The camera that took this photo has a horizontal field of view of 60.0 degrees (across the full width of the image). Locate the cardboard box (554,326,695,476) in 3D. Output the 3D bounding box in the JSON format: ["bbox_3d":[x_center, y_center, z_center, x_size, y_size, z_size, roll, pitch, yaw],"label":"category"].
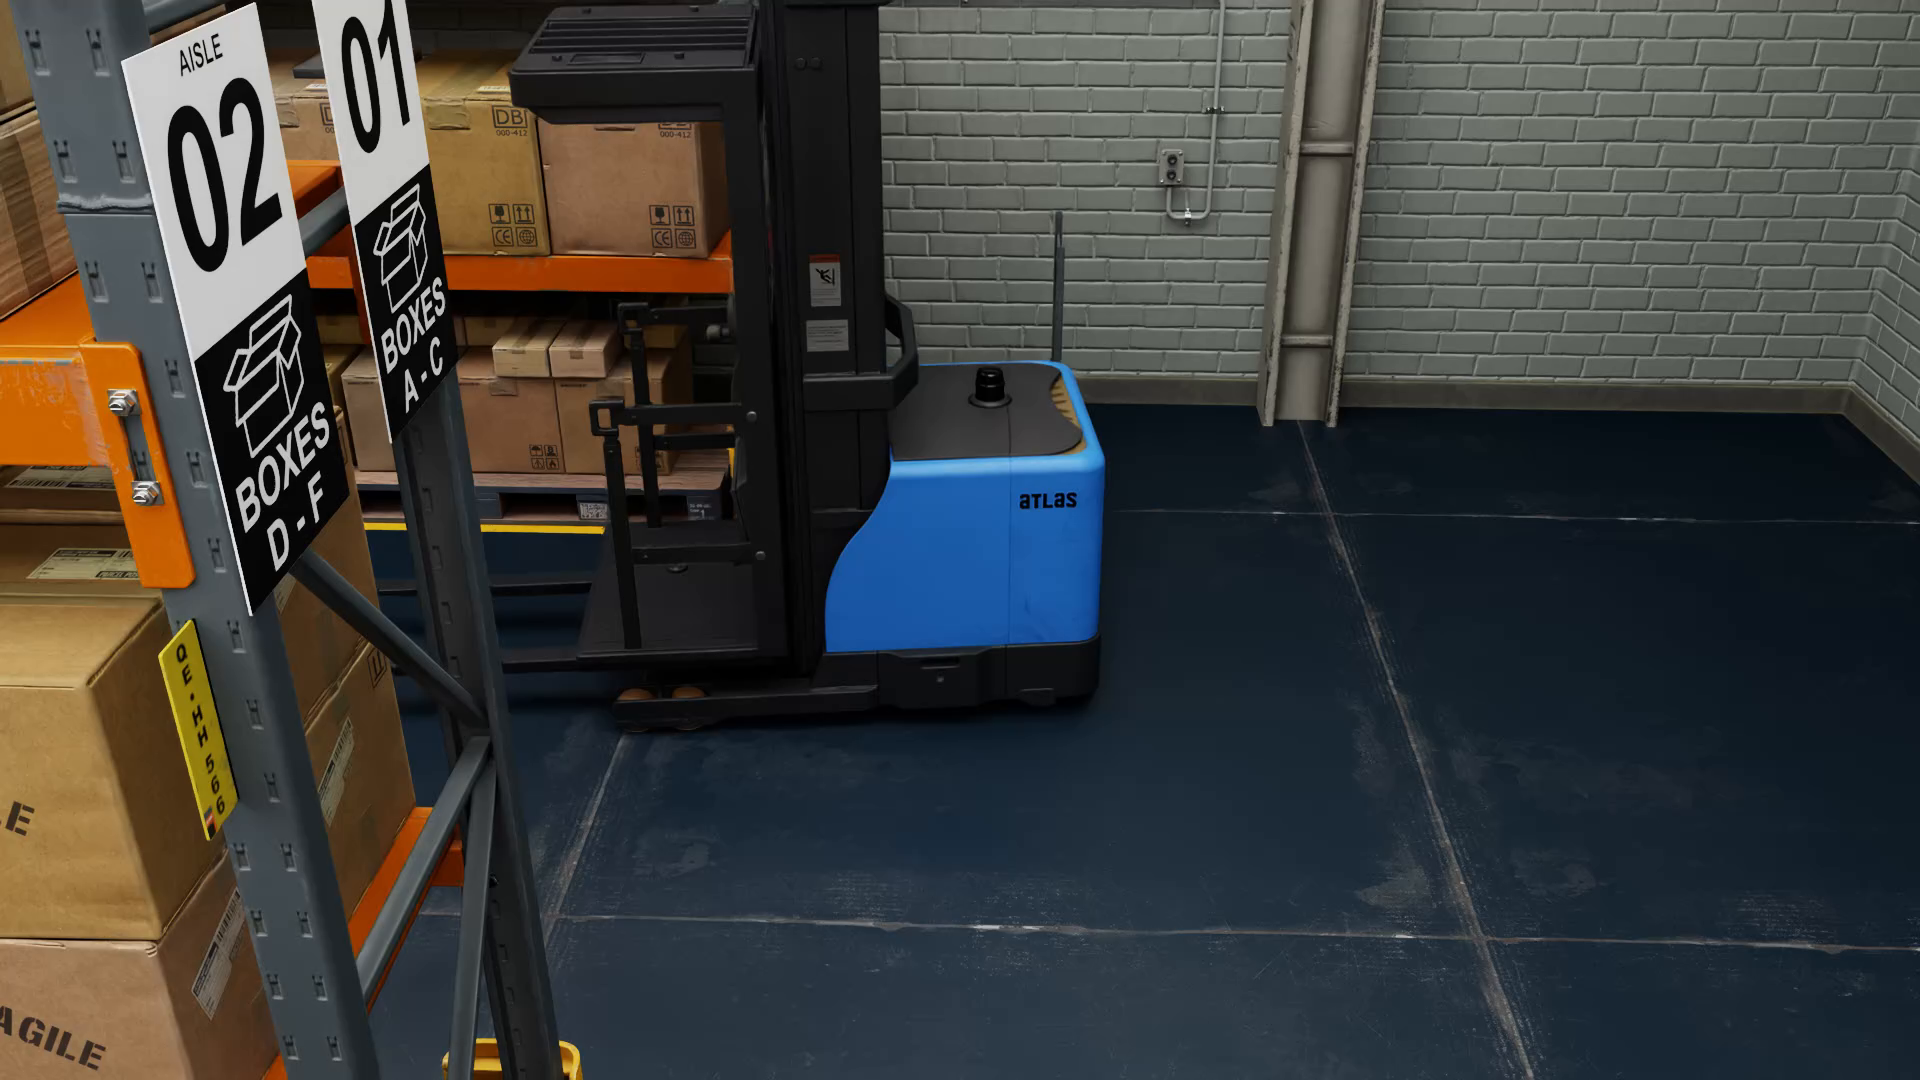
[{"bbox_3d":[-1.608,-0.691,8.071,0.500,0.500,0.700,1,28,2],"label":"cardboard box"}]

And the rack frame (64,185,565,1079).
[{"bbox_3d":[-1.076,0.674,3.277,0.127,3.000,1.000,1,28,2],"label":"rack frame"}]

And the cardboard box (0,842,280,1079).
[{"bbox_3d":[-1.533,0.750,3.027,0.500,0.500,0.500,2,28,3],"label":"cardboard box"}]

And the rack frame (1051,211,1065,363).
[{"bbox_3d":[0.423,-0.656,7.386,0.032,1.500,0.500,1,28,2],"label":"rack frame"}]

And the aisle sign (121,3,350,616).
[{"bbox_3d":[-1.019,-0.330,2.395,0.004,0.787,0.394,1,28,2],"label":"aisle sign"}]

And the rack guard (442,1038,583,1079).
[{"bbox_3d":[-1.152,1.777,3.864,0.348,0.500,1.175,1,28,2],"label":"rack guard"}]

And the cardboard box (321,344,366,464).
[{"bbox_3d":[-3.144,-0.713,8.112,0.500,0.500,0.700,2,28,3],"label":"cardboard box"}]

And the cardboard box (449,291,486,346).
[{"bbox_3d":[-2.487,-1.085,8.123,0.250,0.149,0.380,1,28,3],"label":"cardboard box"}]

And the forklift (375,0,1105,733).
[{"bbox_3d":[-0.998,-0.816,6.160,3.031,2.935,1.130,-2,28,-4],"label":"forklift"}]

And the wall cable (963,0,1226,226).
[{"bbox_3d":[0.408,-2.516,8.208,1.851,1.984,0.084,1,28,2],"label":"wall cable"}]

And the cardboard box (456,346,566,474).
[{"bbox_3d":[-2.108,-0.699,8.087,0.500,0.500,0.700,1,28,2],"label":"cardboard box"}]

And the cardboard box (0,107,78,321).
[{"bbox_3d":[-1.599,-0.470,2.392,0.500,0.250,0.500,1,28,2],"label":"cardboard box"}]

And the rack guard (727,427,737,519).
[{"bbox_3d":[-0.881,-0.540,8.235,0.348,0.500,1.175,1,28,2],"label":"rack guard"}]

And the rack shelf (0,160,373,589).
[{"bbox_3d":[-3.075,-0.367,2.805,4.000,0.370,1.077,1,28,2],"label":"rack shelf"}]

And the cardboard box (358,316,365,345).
[{"bbox_3d":[-2.743,-1.089,8.130,0.250,0.149,0.380,1,28,2],"label":"cardboard box"}]

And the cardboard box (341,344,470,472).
[{"bbox_3d":[-2.611,-0.707,8.102,0.500,0.500,0.700,0,28,0],"label":"cardboard box"}]

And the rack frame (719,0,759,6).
[{"bbox_3d":[-0.905,-1.645,7.651,0.127,3.000,1.000,1,28,2],"label":"rack frame"}]

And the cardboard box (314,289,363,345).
[{"bbox_3d":[-2.996,-1.094,8.138,0.250,0.149,0.380,0,28,1],"label":"cardboard box"}]

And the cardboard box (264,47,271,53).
[{"bbox_3d":[-3.632,-1.812,7.646,0.700,0.700,0.980,0,28,0],"label":"cardboard box"}]

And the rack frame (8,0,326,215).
[{"bbox_3d":[-1.076,-1.977,1.871,0.127,3.000,1.000,1,28,2],"label":"rack frame"}]

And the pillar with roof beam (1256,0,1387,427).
[{"bbox_3d":[1.672,-2.641,3.124,0.400,9.000,9.100,1,28,2],"label":"pillar with roof beam"}]

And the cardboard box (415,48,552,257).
[{"bbox_3d":[-2.143,-1.788,7.600,0.700,0.700,0.980,1,28,1],"label":"cardboard box"}]

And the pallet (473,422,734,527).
[{"bbox_3d":[-1.707,-0.390,8.260,1.213,0.211,1.003,1,28,2],"label":"pallet"}]

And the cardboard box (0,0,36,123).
[{"bbox_3d":[-1.599,-0.695,2.283,0.500,0.250,0.500,1,28,2],"label":"cardboard box"}]

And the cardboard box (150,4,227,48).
[{"bbox_3d":[-1.580,-0.937,2.738,0.500,0.250,0.500,1,28,2],"label":"cardboard box"}]

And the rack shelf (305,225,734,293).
[{"bbox_3d":[-2.904,-1.360,7.882,4.000,0.370,1.077,1,28,2],"label":"rack shelf"}]

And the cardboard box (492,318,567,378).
[{"bbox_3d":[-1.998,-0.898,7.770,0.250,0.149,0.380,2,28,3],"label":"cardboard box"}]

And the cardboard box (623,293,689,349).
[{"bbox_3d":[-1.476,-1.069,8.092,0.250,0.149,0.380,1,28,2],"label":"cardboard box"}]

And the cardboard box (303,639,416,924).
[{"bbox_3d":[-1.510,0.499,3.500,0.500,0.500,0.500,2,28,3],"label":"cardboard box"}]

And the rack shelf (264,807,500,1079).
[{"bbox_3d":[-3.075,0.958,3.507,4.000,0.370,1.077,1,28,2],"label":"rack shelf"}]

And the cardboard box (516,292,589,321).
[{"bbox_3d":[-1.982,-1.077,8.107,0.250,0.149,0.380,1,28,2],"label":"cardboard box"}]

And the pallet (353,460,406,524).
[{"bbox_3d":[-2.923,-0.411,8.300,1.213,0.211,1.003,1,28,2],"label":"pallet"}]

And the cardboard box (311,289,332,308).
[{"bbox_3d":[-3.254,-1.097,8.146,0.250,0.149,0.380,1,28,2],"label":"cardboard box"}]

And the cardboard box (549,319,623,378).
[{"bbox_3d":[-1.743,-0.894,7.762,0.250,0.149,0.380,1,28,1],"label":"cardboard box"}]

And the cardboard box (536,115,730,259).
[{"bbox_3d":[-1.415,-1.781,7.587,0.700,0.700,0.980,2,28,4],"label":"cardboard box"}]

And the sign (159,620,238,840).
[{"bbox_3d":[-1.116,0.282,2.442,0.005,0.325,0.100,1,28,2],"label":"sign"}]

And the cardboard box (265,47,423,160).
[{"bbox_3d":[-2.904,-1.805,7.632,0.700,0.700,0.980,0,28,-1],"label":"cardboard box"}]

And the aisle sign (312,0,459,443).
[{"bbox_3d":[-0.998,-0.611,2.925,0.004,0.787,0.394,1,28,2],"label":"aisle sign"}]

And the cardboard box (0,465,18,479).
[{"bbox_3d":[-2.033,0.052,3.275,0.500,0.500,0.500,1,28,2],"label":"cardboard box"}]

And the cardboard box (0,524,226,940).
[{"bbox_3d":[-1.531,0.309,2.790,0.500,0.500,0.500,1,28,1],"label":"cardboard box"}]

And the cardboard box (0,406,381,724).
[{"bbox_3d":[-1.510,0.057,3.266,0.500,0.500,0.500,2,28,3],"label":"cardboard box"}]

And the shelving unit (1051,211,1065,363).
[{"bbox_3d":[-0.076,-0.664,7.401,1.083,1.500,0.587,1,28,2],"label":"shelving unit"}]

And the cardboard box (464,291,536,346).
[{"bbox_3d":[-2.233,-1.081,8.115,0.250,0.149,0.380,1,28,2],"label":"cardboard box"}]
